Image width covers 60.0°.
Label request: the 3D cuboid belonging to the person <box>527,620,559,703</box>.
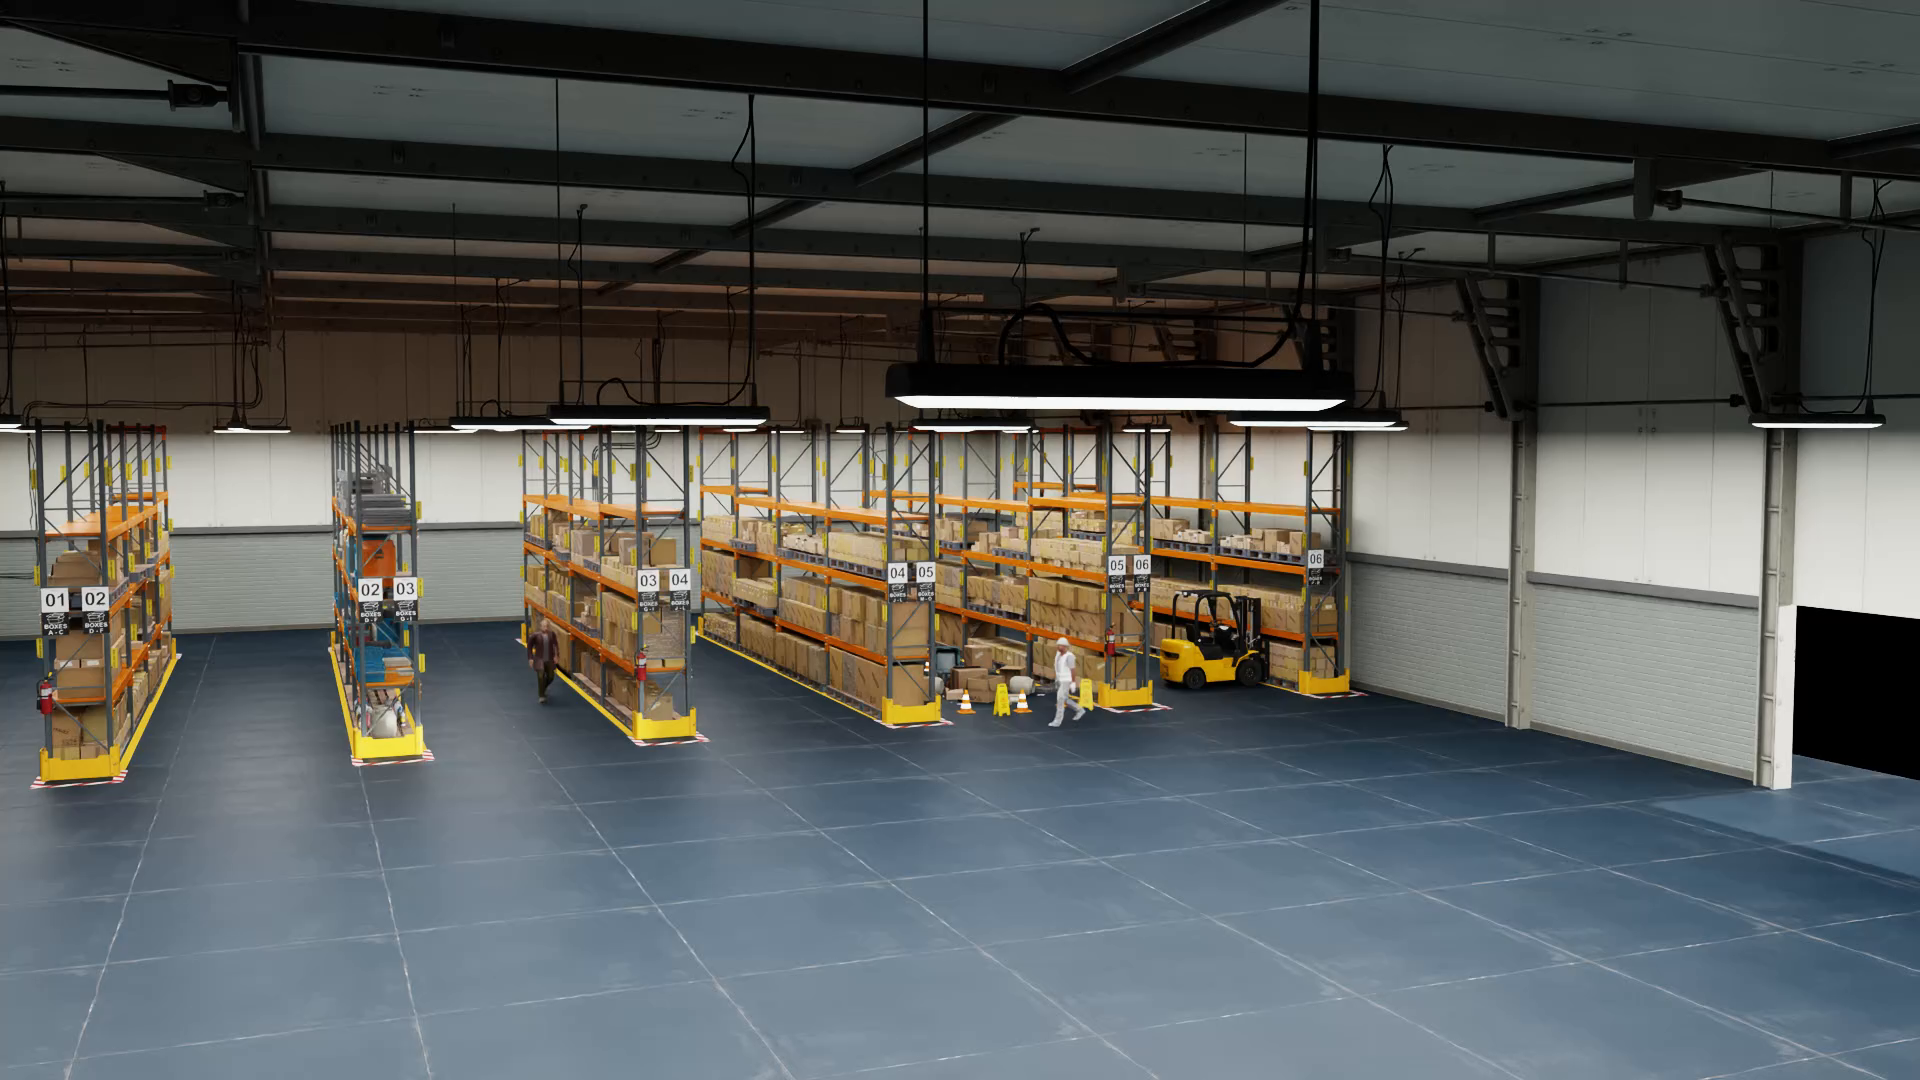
[{"bbox_3d":[-9.057,2.602,36.039,0.668,1.763,0.756,-2,4,-33],"label":"person"}]

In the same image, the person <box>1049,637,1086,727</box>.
[{"bbox_3d":[2.097,2.795,32.920,0.977,1.750,0.592,-2,4,-26],"label":"person"}]
